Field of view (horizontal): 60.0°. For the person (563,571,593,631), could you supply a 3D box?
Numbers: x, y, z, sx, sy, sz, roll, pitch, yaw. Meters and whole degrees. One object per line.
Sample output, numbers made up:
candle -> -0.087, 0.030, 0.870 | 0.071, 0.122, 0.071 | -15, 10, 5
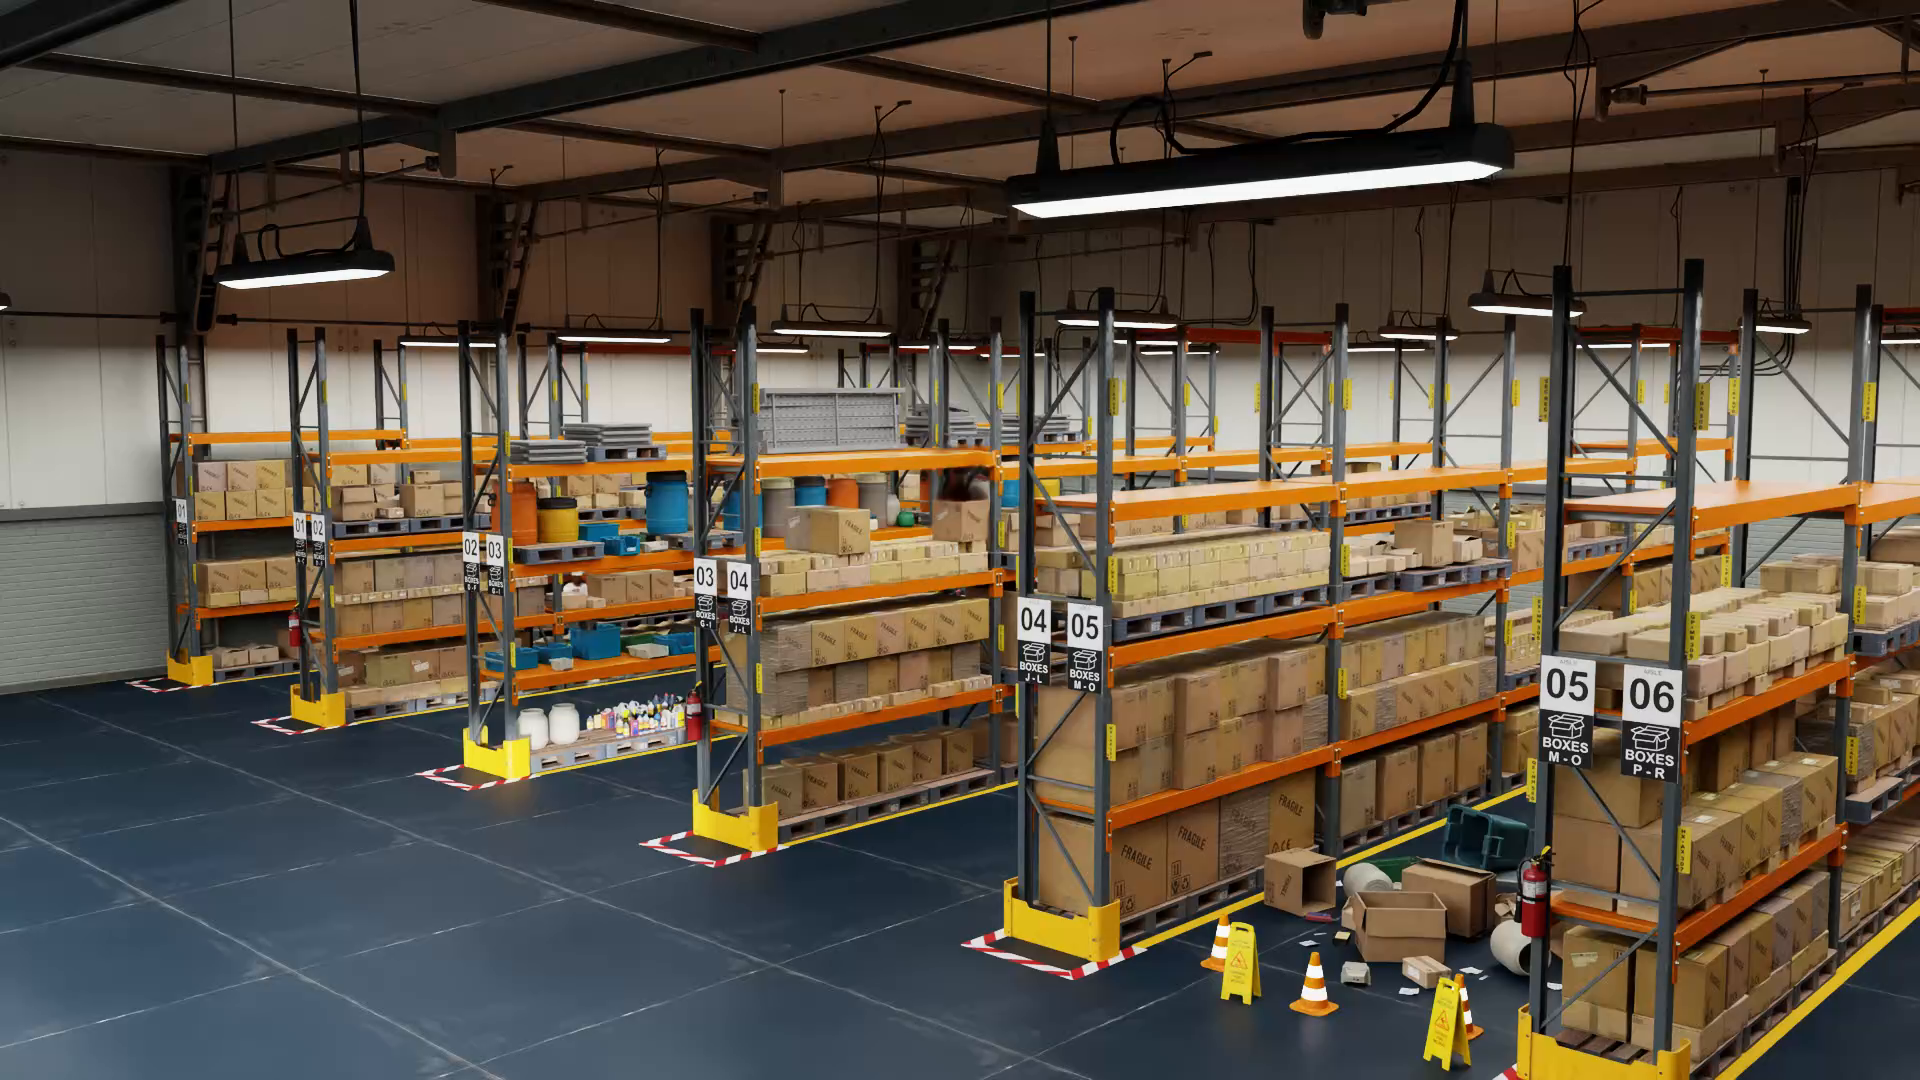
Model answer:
person -> -7.047, 1.395, 30.725 | 0.488, 1.756, 0.654 | 4, 7, 35
